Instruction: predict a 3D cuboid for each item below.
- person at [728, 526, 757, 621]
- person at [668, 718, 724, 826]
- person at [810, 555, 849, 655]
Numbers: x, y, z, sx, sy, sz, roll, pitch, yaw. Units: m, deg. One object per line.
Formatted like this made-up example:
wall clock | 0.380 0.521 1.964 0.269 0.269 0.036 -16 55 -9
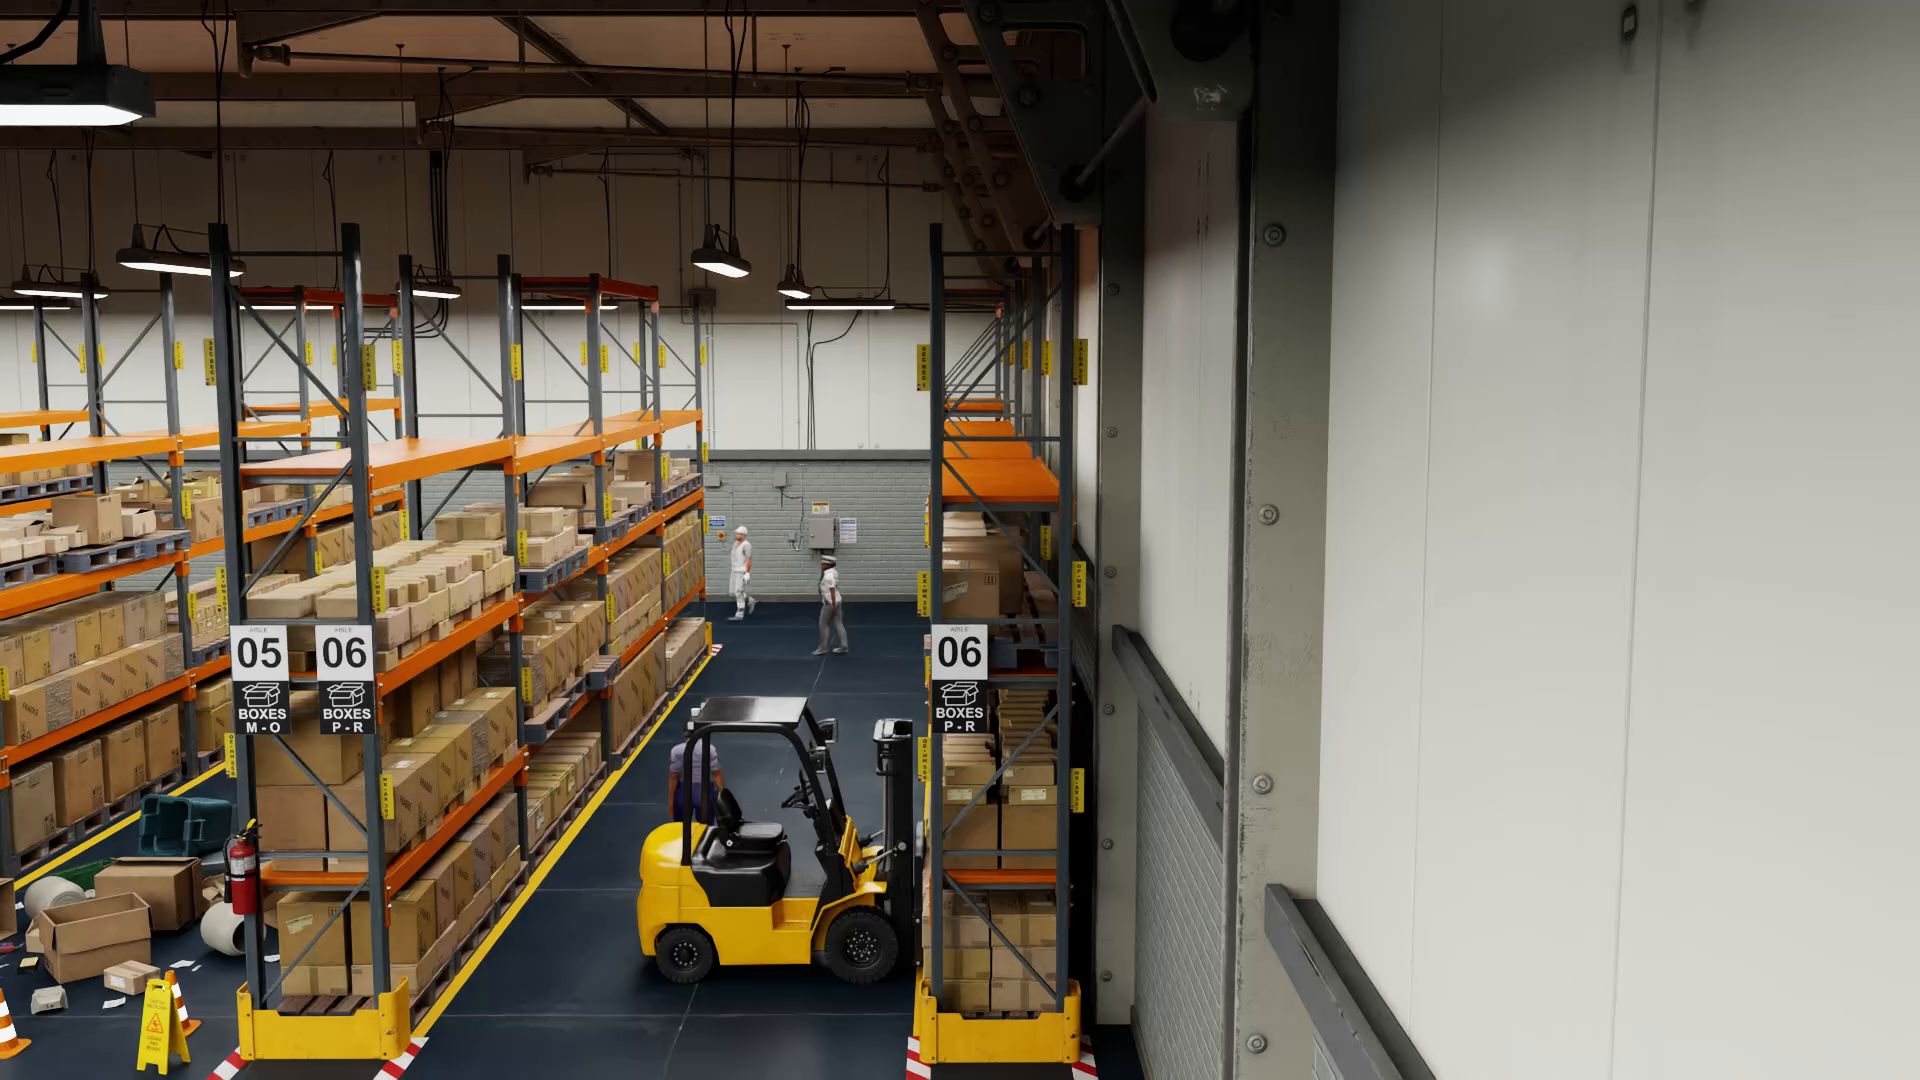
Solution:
person | -4.106 0.621 31.356 0.660 1.781 0.565 -5 8 -35
person | -2.566 2.495 16.027 0.591 1.623 0.797 -1 7 -5
person | -2.190 1.089 27.927 0.637 1.689 0.464 2 7 14
